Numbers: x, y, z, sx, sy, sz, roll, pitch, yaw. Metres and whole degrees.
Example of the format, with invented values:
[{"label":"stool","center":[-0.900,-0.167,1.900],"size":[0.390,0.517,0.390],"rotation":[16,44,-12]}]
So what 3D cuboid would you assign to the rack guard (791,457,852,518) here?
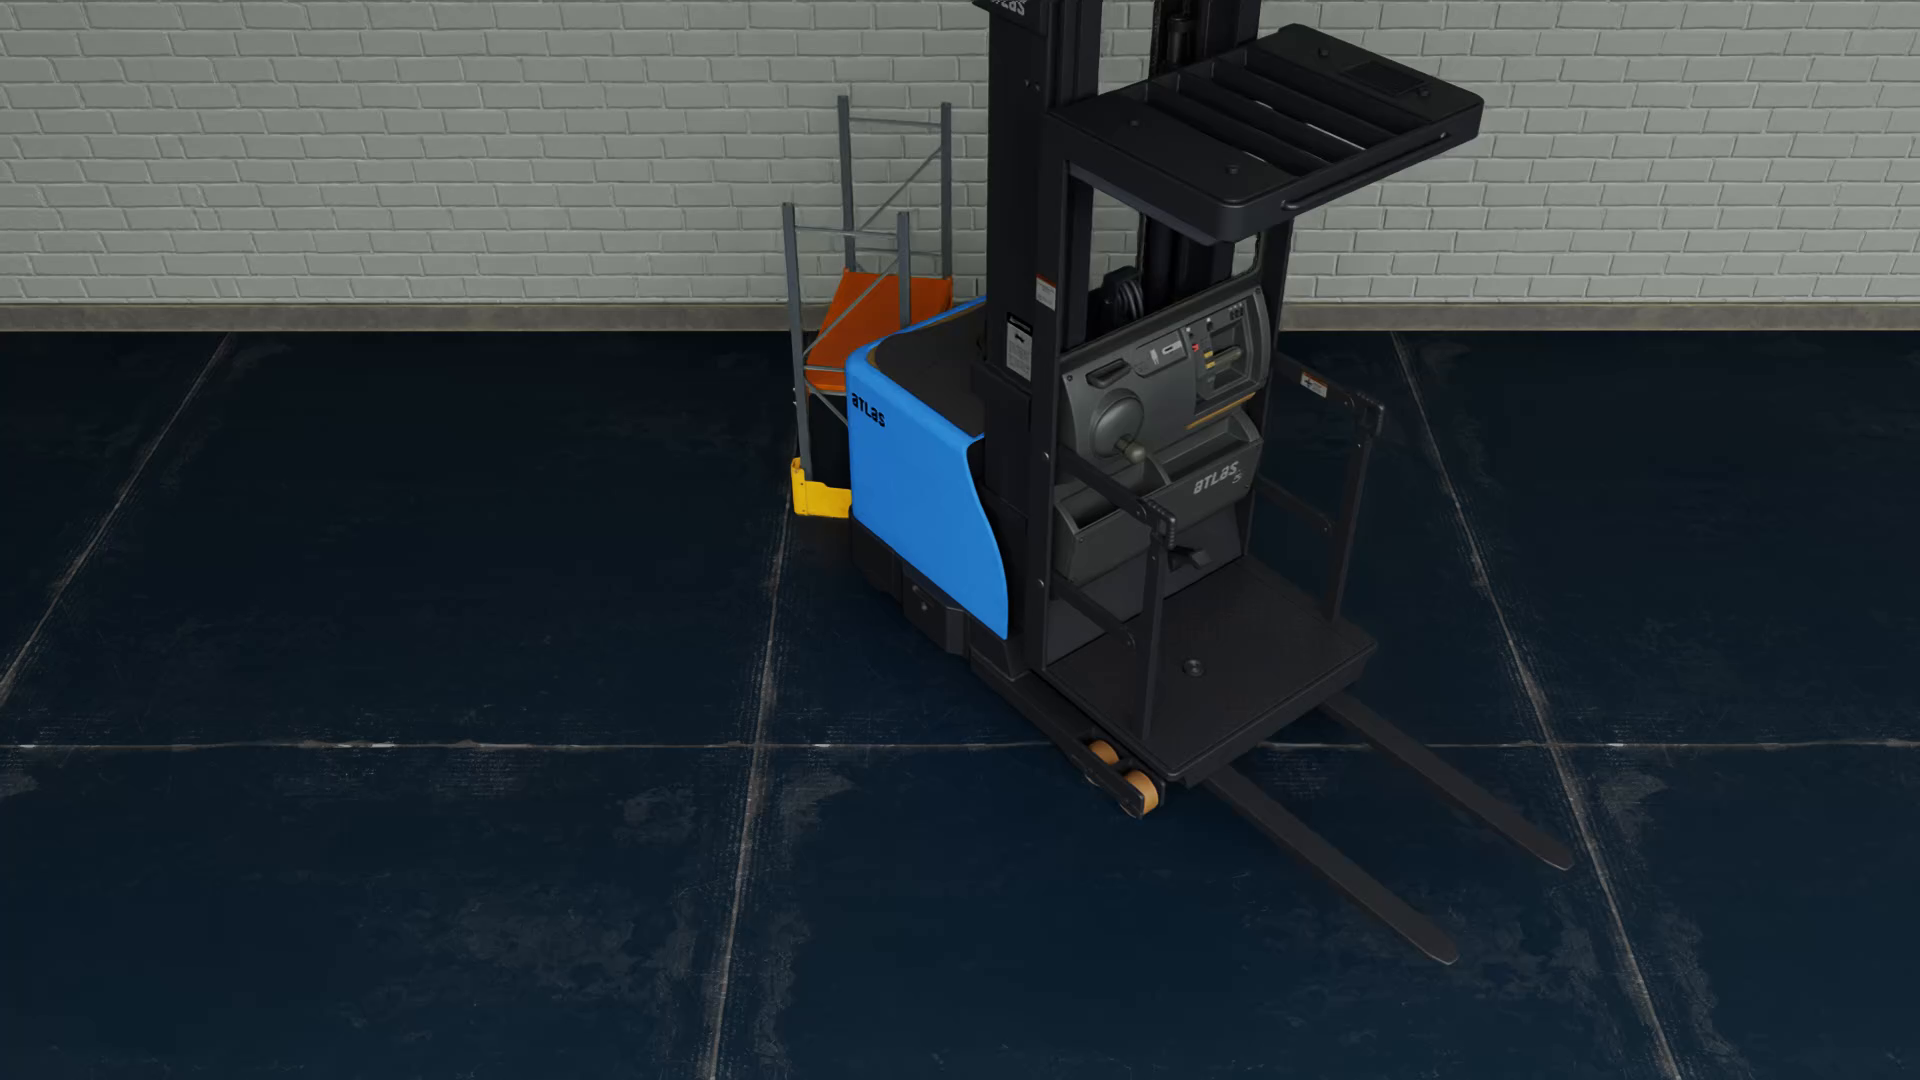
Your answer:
[{"label":"rack guard","center":[-0.446,-0.214,7.317],"size":[0.587,0.250,0.087],"rotation":[6,39,7]}]

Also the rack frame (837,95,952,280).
[{"label":"rack frame","center":[-0.286,-1.329,7.709],"size":[0.500,1.500,0.032],"rotation":[6,39,7]}]

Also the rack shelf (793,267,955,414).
[{"label":"rack shelf","center":[-0.366,-0.875,7.430],"size":[0.538,0.185,1.000],"rotation":[6,39,7]}]

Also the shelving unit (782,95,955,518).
[{"label":"shelving unit","center":[-0.367,-1.009,7.310],"size":[0.587,1.500,1.083],"rotation":[6,39,7]}]

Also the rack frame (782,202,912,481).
[{"label":"rack frame","center":[-0.446,-0.701,6.925],"size":[0.500,1.500,0.032],"rotation":[6,39,7]}]

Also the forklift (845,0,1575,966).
[{"label":"forklift","center":[0.849,-0.502,5.532],"size":[1.130,2.935,3.031],"rotation":[-27,46,-29]}]
